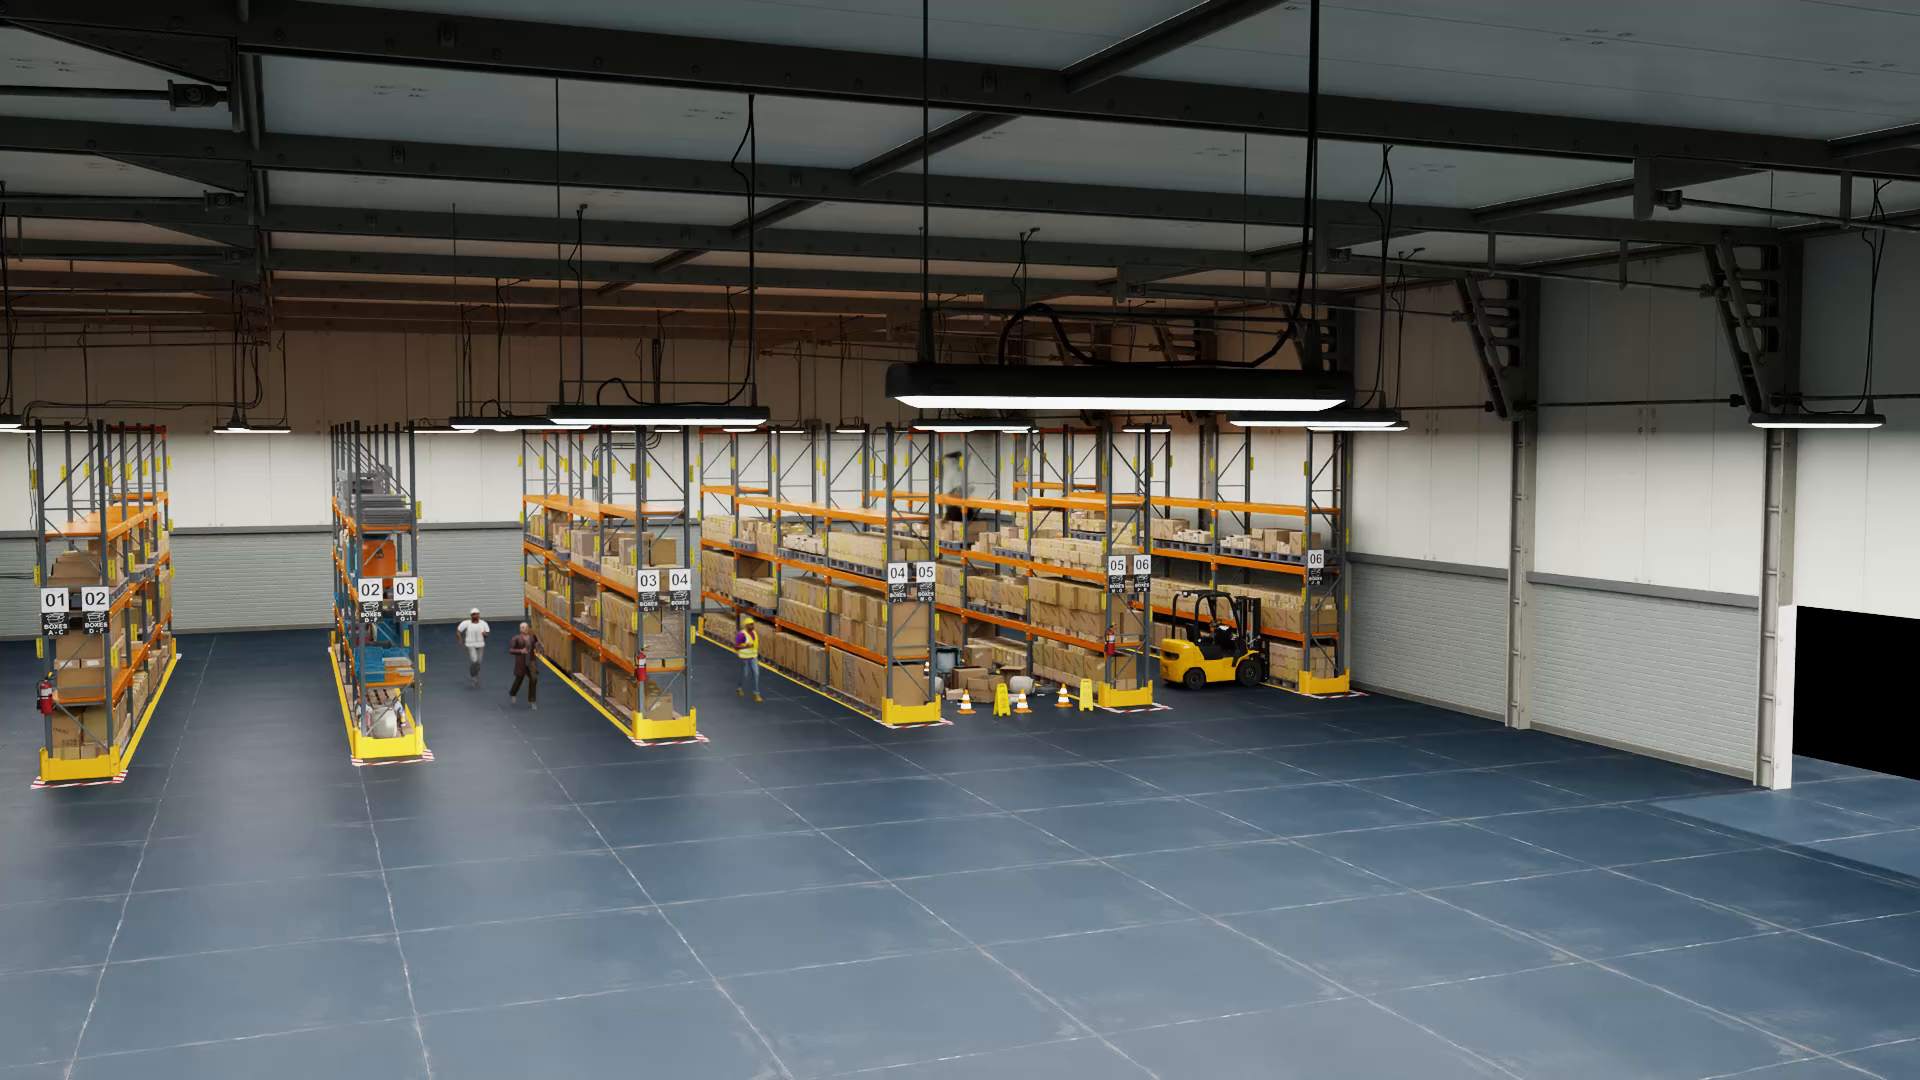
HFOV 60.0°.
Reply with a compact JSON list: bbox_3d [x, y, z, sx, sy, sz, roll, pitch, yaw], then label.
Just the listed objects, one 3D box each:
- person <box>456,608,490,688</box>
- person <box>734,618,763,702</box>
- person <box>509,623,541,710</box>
[{"bbox_3d":[-11.103,2.467,38.075,0.670,1.823,0.751,-3,4,-36],"label":"person"},{"bbox_3d":[-4.621,2.587,36.042,0.670,1.809,0.869,-3,5,-42],"label":"person"},{"bbox_3d":[-9.196,2.646,35.112,0.728,1.819,1.002,-2,4,-33],"label":"person"}]
